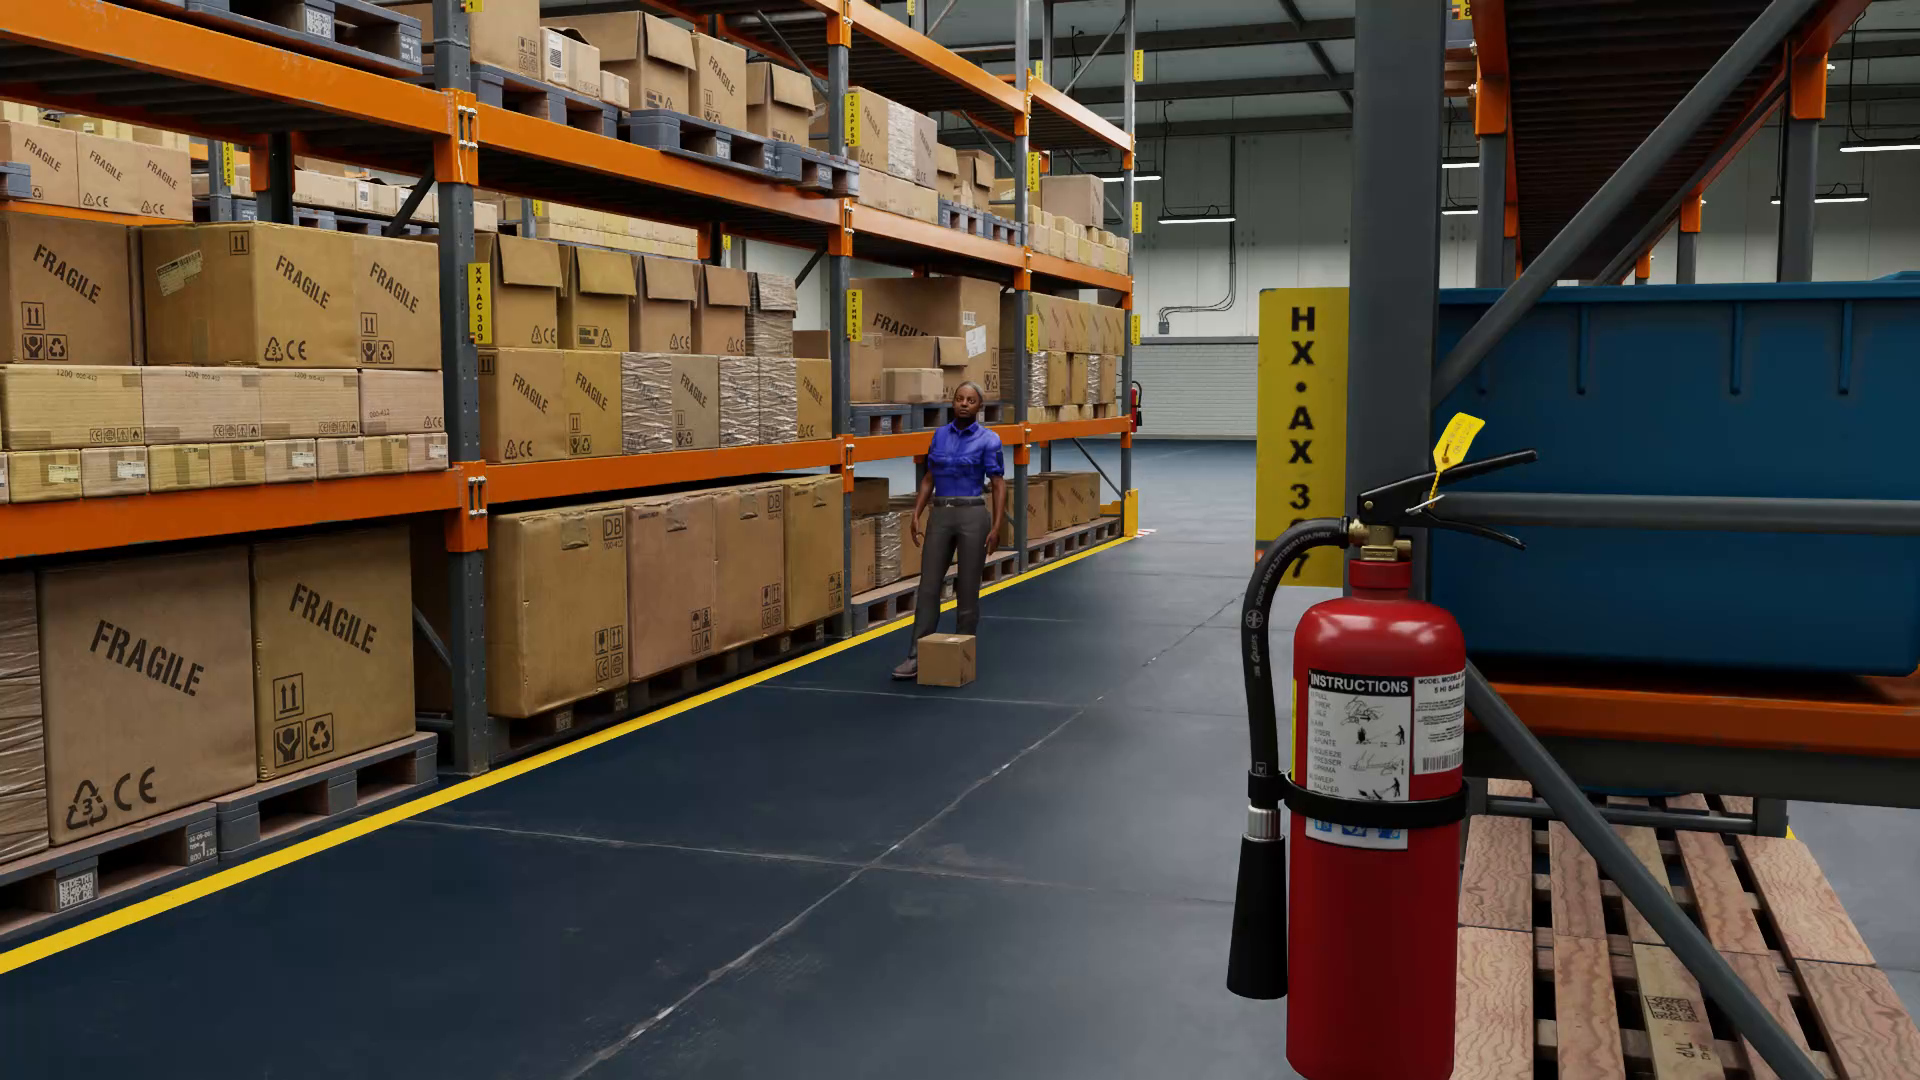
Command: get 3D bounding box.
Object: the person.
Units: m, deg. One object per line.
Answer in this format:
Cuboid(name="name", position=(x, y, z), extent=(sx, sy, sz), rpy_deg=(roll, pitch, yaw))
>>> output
Cuboid(name="person", position=(-0.049, -0.060, 9.324), extent=(0.570, 1.657, 0.502), rpy_deg=(2, 6, 21))
